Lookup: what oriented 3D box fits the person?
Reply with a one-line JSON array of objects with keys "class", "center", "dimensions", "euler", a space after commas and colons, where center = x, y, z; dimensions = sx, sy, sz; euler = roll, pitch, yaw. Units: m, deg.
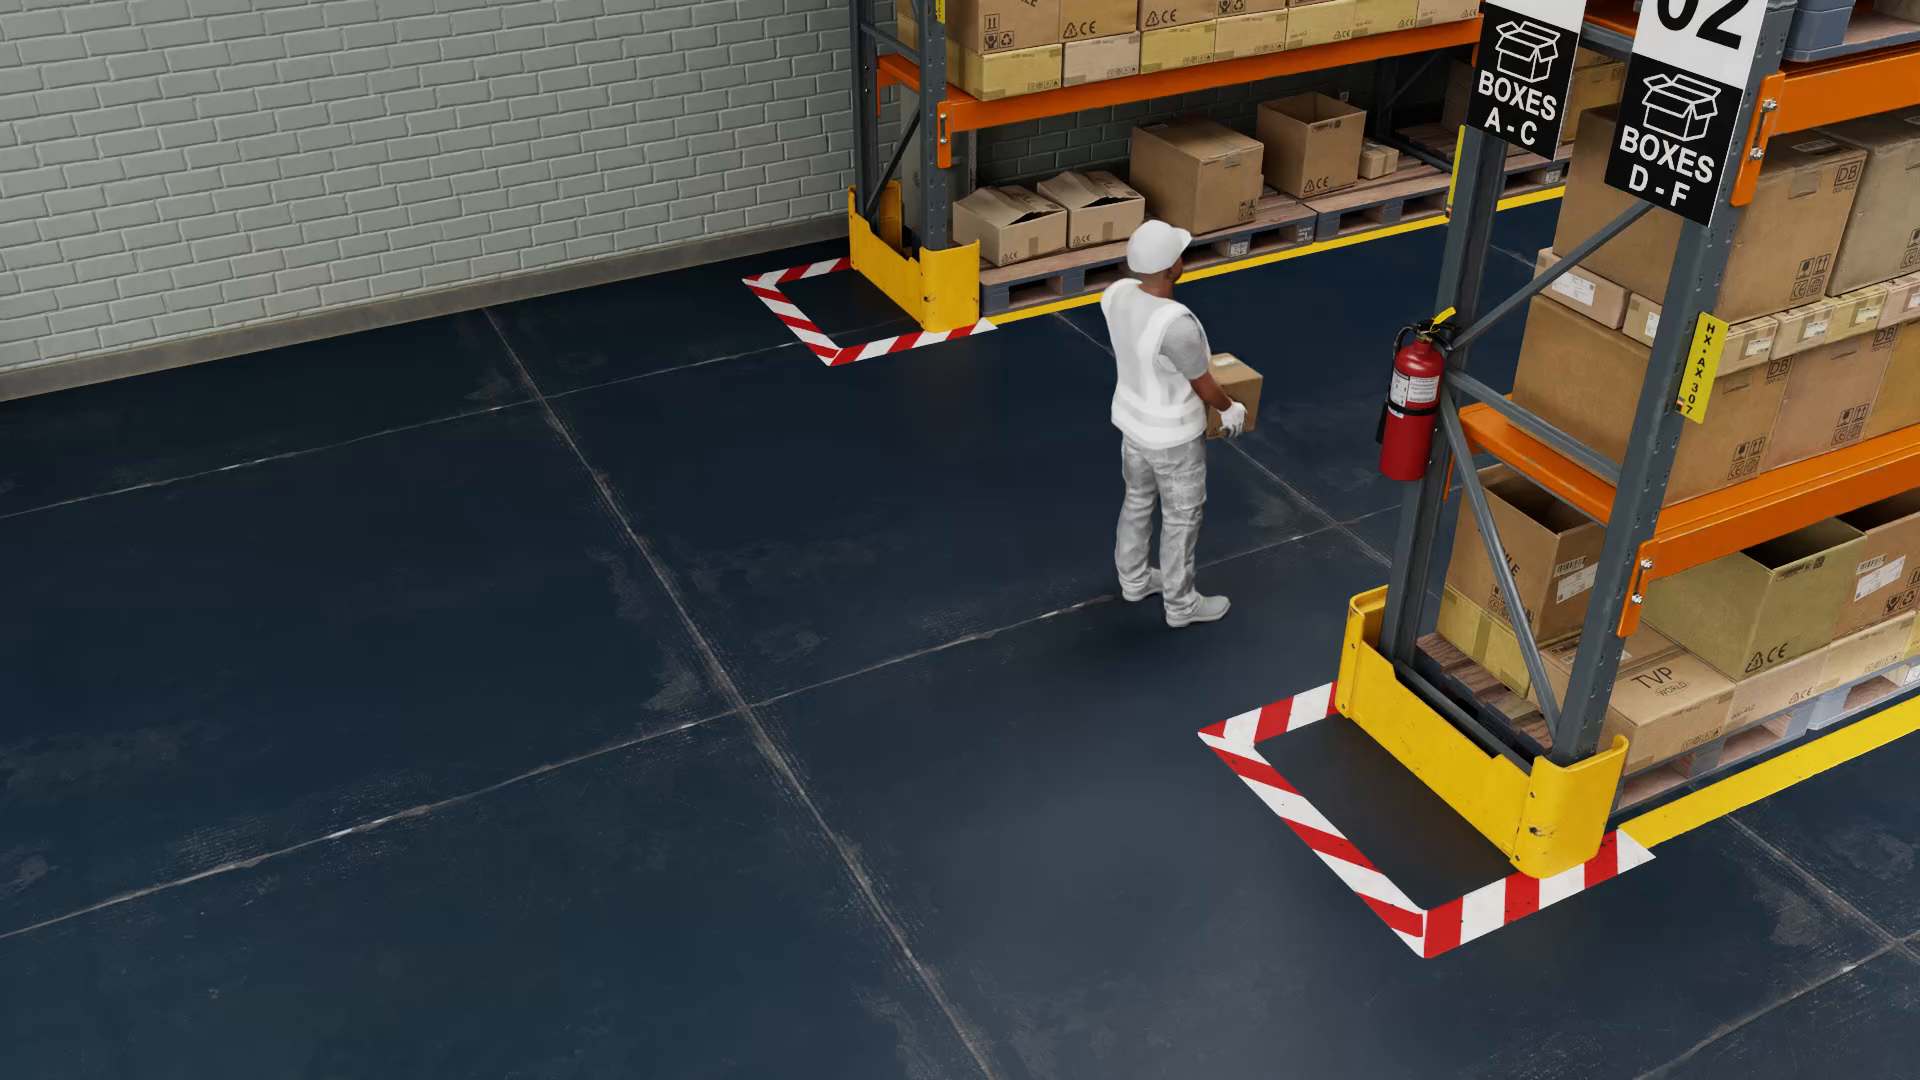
[{"class": "person", "center": [0.888, -0.491, 6.880], "dimensions": [0.550, 1.788, 0.531], "euler": [-16, 36, -23]}]
